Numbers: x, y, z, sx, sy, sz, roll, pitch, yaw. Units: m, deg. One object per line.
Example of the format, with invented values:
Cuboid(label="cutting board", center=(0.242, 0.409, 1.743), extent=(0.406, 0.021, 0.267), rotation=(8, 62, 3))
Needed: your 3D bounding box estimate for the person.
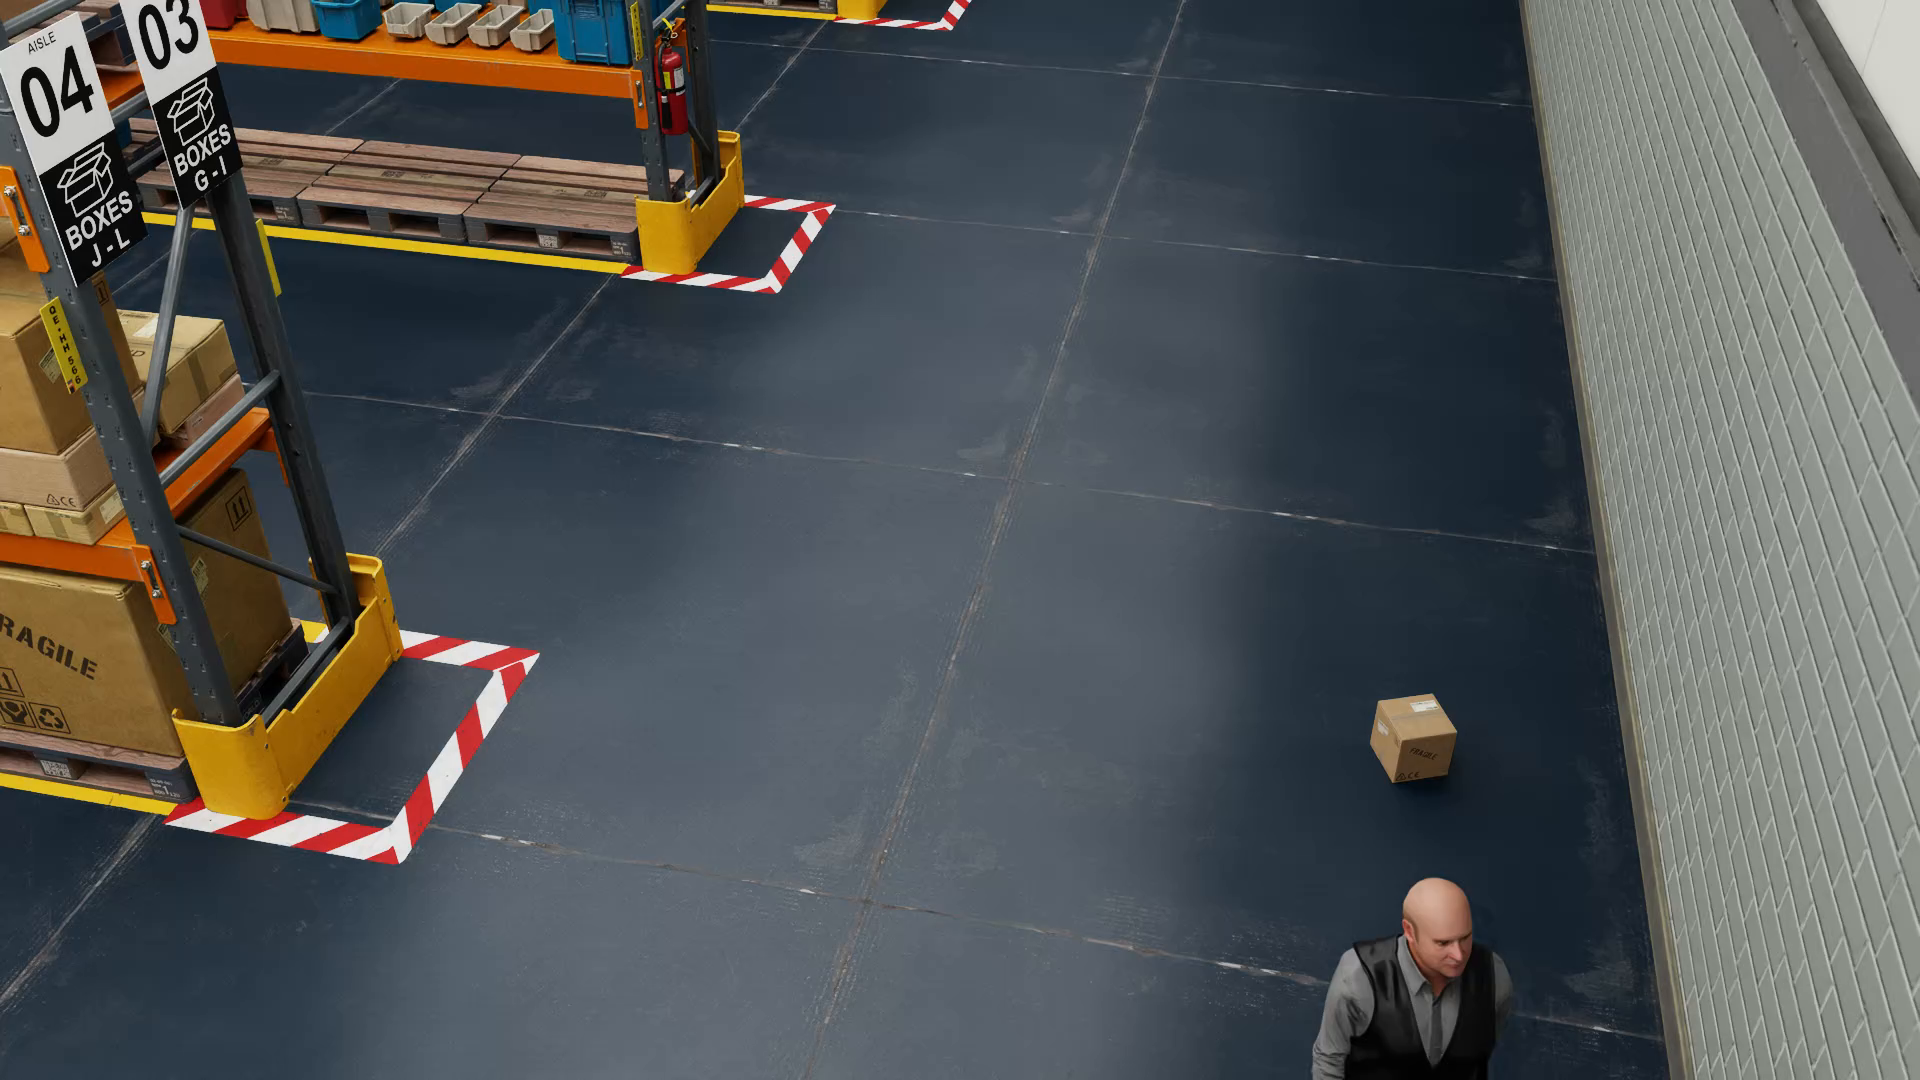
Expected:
Cuboid(label="person", center=(1.245, 1.678, 4.713), extent=(0.539, 1.685, 0.905), rotation=(2, 36, 3))
